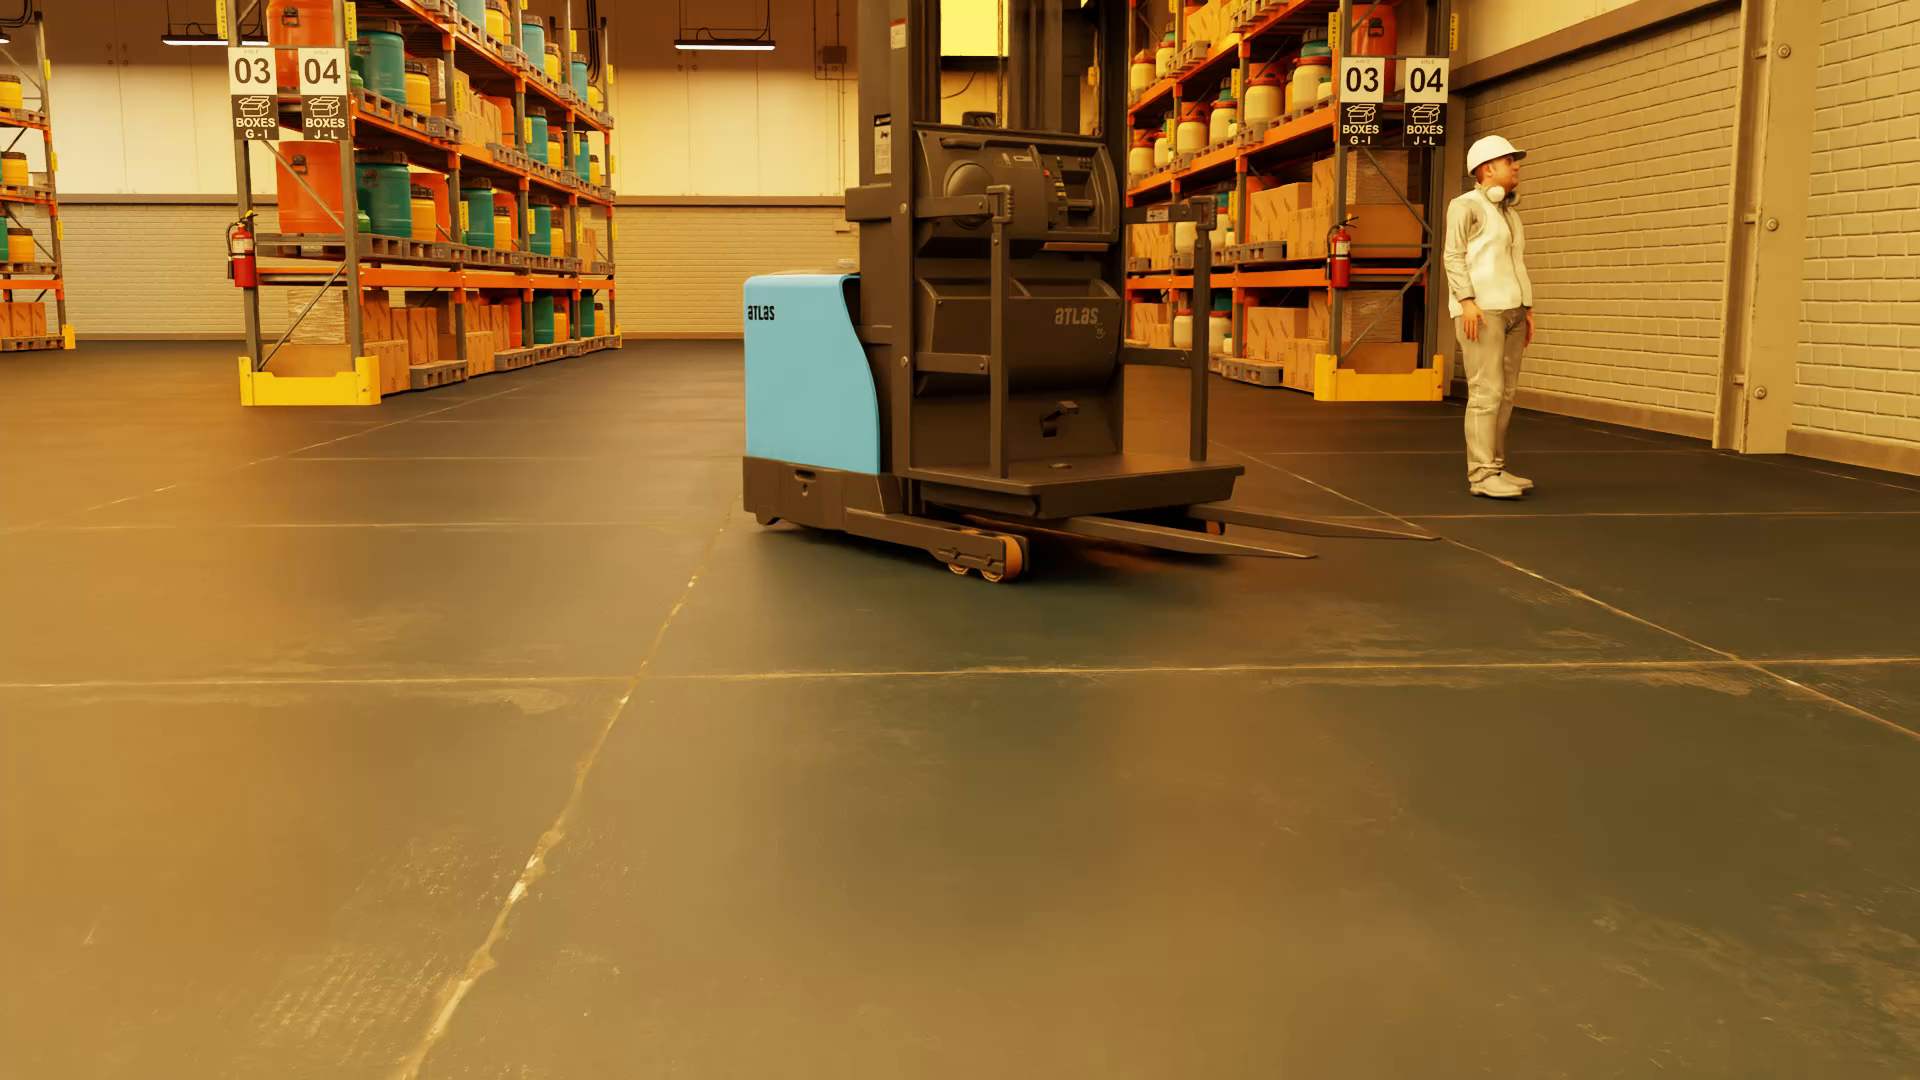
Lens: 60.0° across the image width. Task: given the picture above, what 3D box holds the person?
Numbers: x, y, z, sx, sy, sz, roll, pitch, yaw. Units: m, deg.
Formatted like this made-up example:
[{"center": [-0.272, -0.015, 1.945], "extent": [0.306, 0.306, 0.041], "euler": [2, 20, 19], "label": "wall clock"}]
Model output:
[{"center": [2.728, -1.131, 8.338], "extent": [0.630, 1.773, 0.570], "euler": [-8, 11, -42], "label": "person"}]

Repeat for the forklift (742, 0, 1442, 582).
[{"center": [0.364, -1.384, 6.149], "extent": [1.130, 2.935, 3.031], "euler": [-7, 11, -37], "label": "forklift"}]
